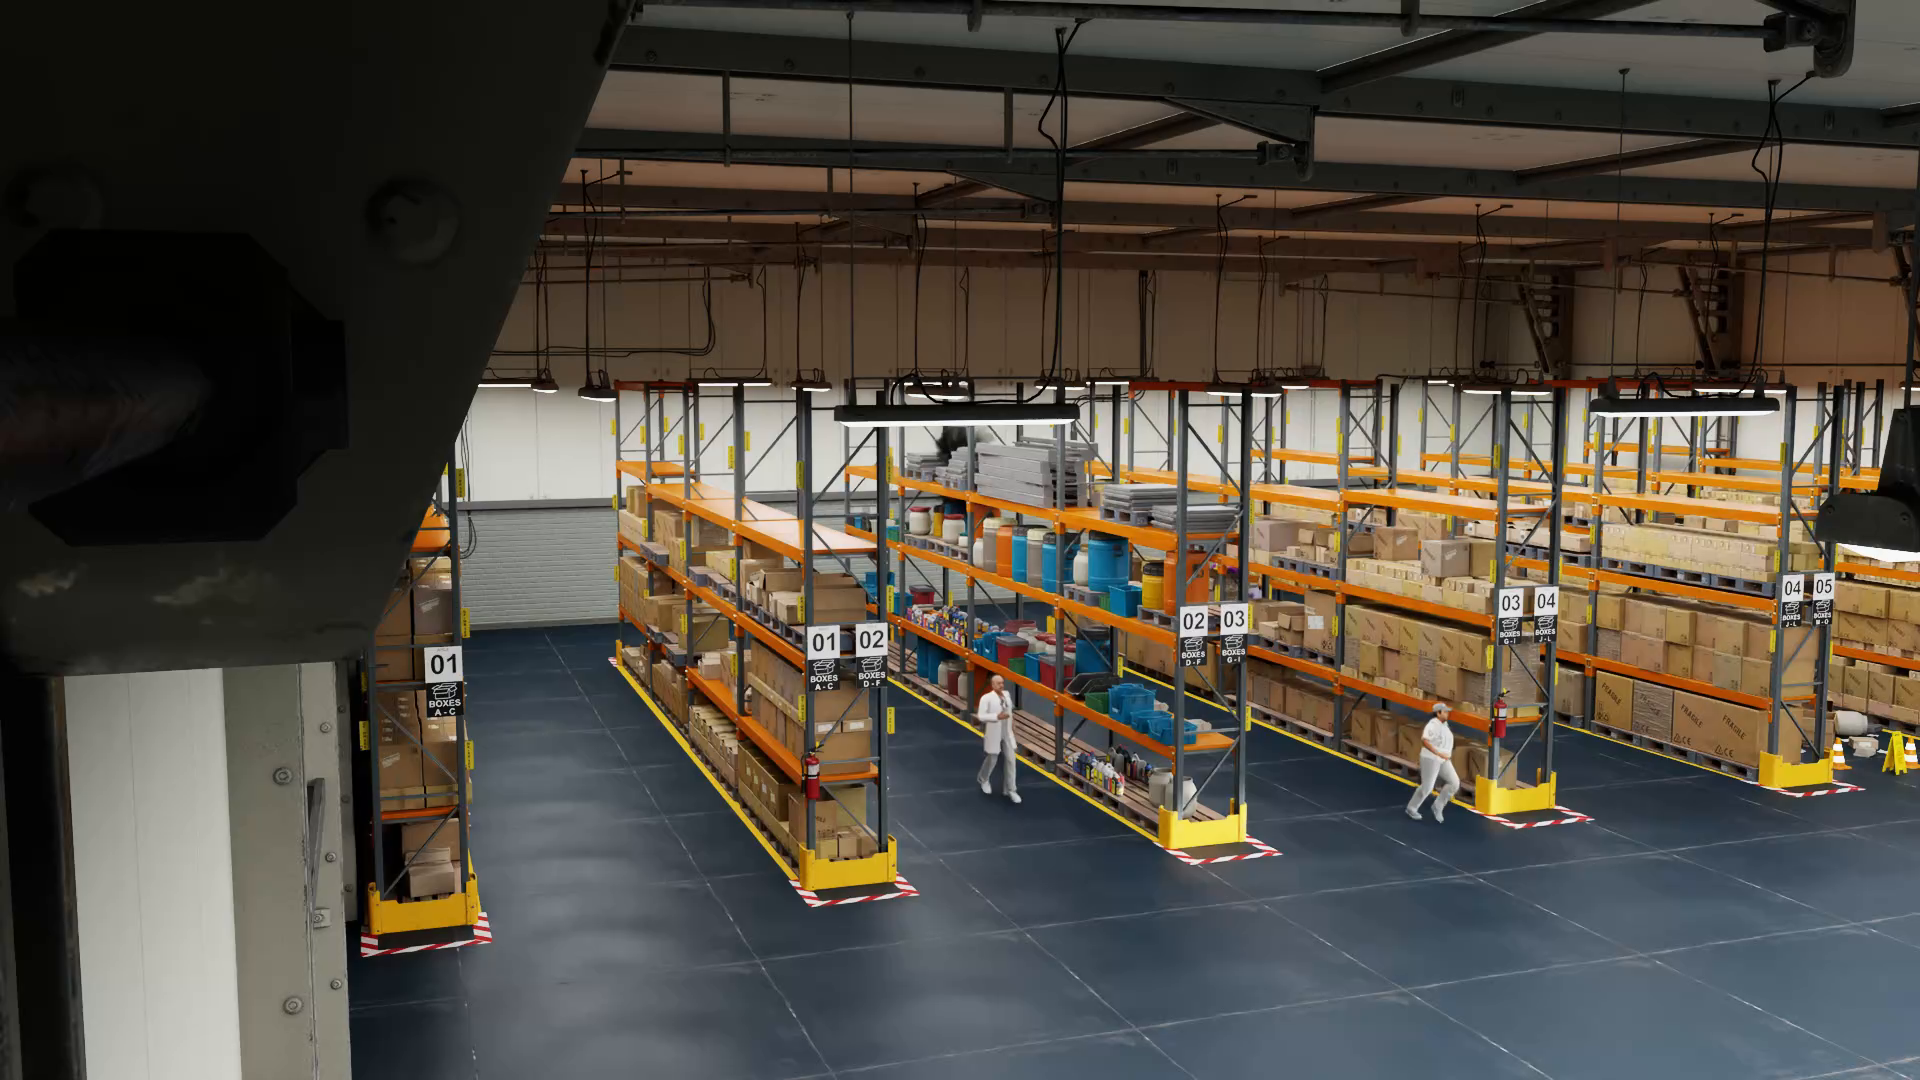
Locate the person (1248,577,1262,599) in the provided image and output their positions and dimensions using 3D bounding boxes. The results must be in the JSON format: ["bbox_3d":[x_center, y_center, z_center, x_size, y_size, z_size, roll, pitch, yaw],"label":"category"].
[{"bbox_3d":[6.656,1.650,36.801,0.578,1.643,0.658,-2,6,-15],"label":"person"}]

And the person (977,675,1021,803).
[{"bbox_3d":[0.558,2.856,24.213,0.701,1.792,0.949,-4,7,-30],"label":"person"}]

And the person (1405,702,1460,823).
[{"bbox_3d":[6.643,3.089,23.159,0.677,1.662,0.649,-5,8,-42],"label":"person"}]

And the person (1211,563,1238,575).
[{"bbox_3d":[6.344,1.151,40.684,0.963,1.747,0.759,-5,8,-41],"label":"person"}]
